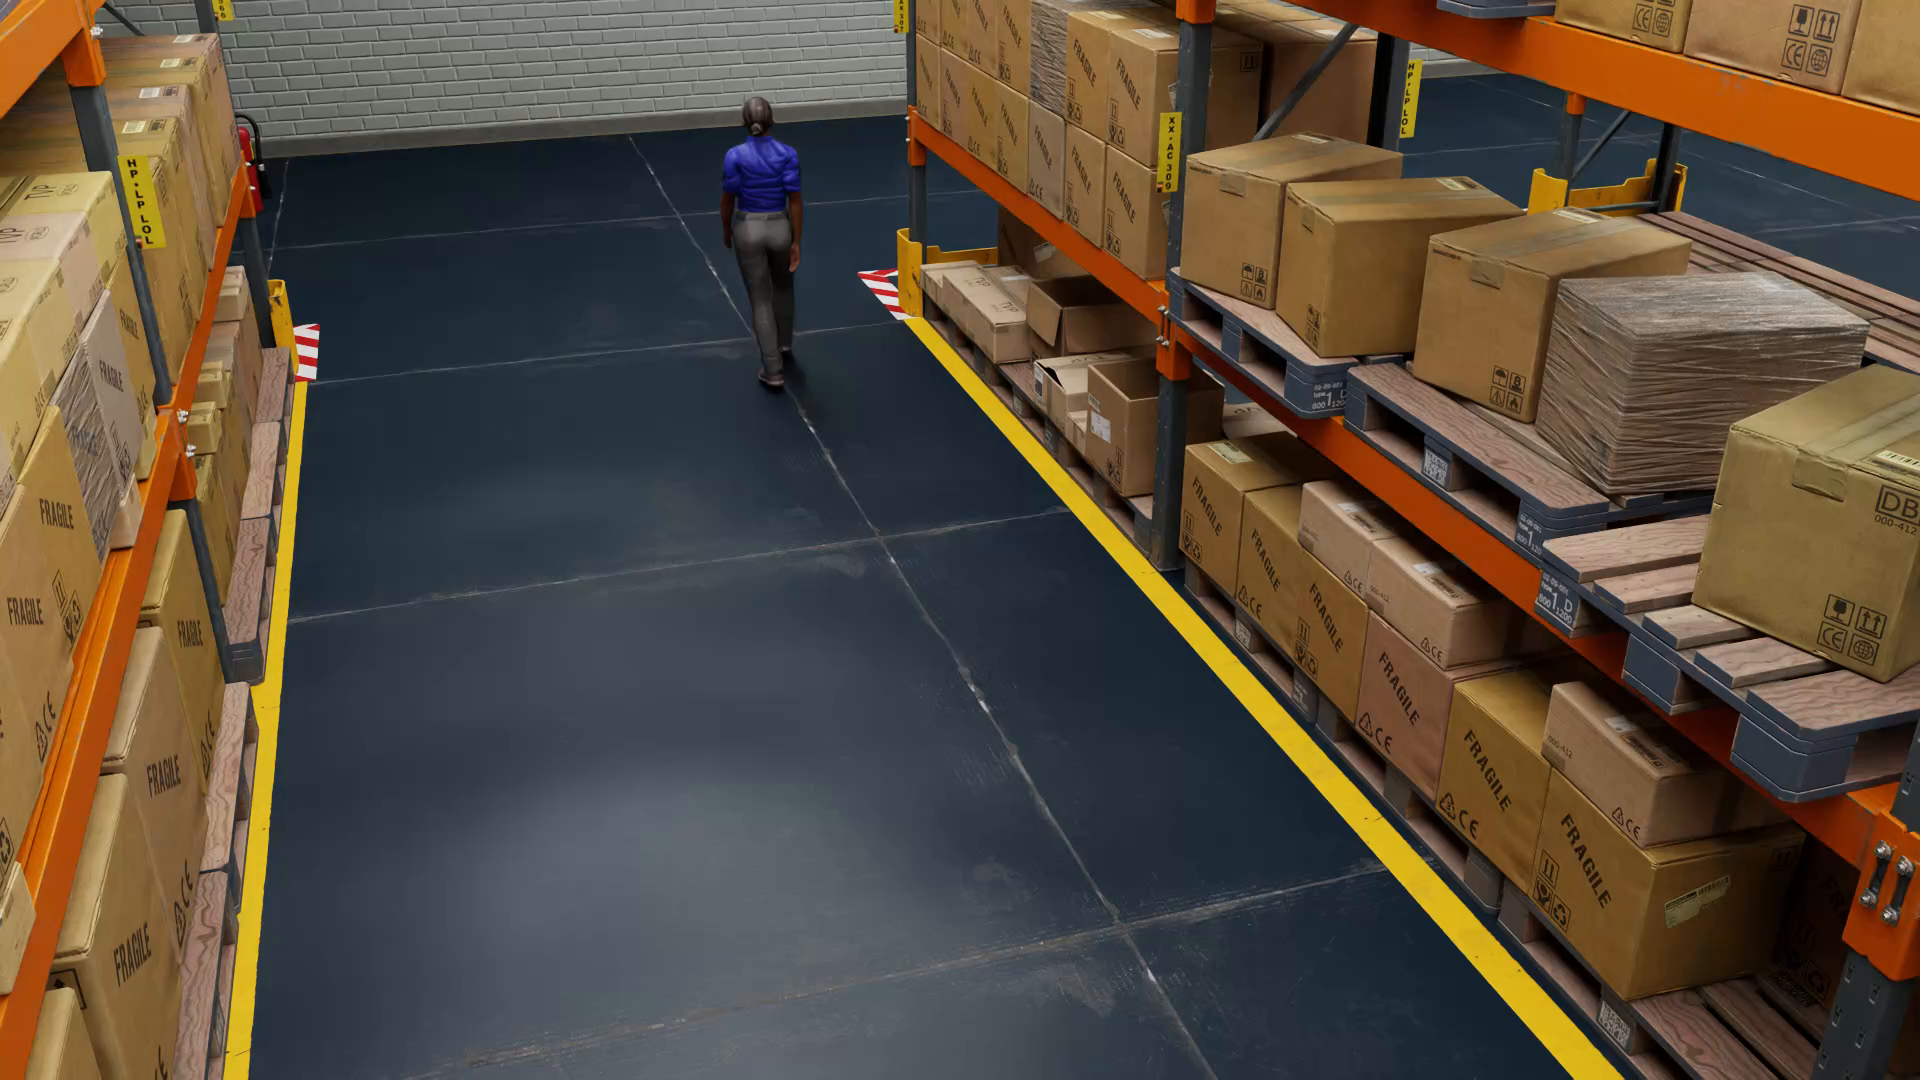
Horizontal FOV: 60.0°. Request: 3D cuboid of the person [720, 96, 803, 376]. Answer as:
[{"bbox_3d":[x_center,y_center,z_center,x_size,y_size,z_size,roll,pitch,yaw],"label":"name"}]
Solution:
[{"bbox_3d":[-1.140,-1.774,9.558,0.446,1.550,0.678,-8,27,-15],"label":"person"}]
